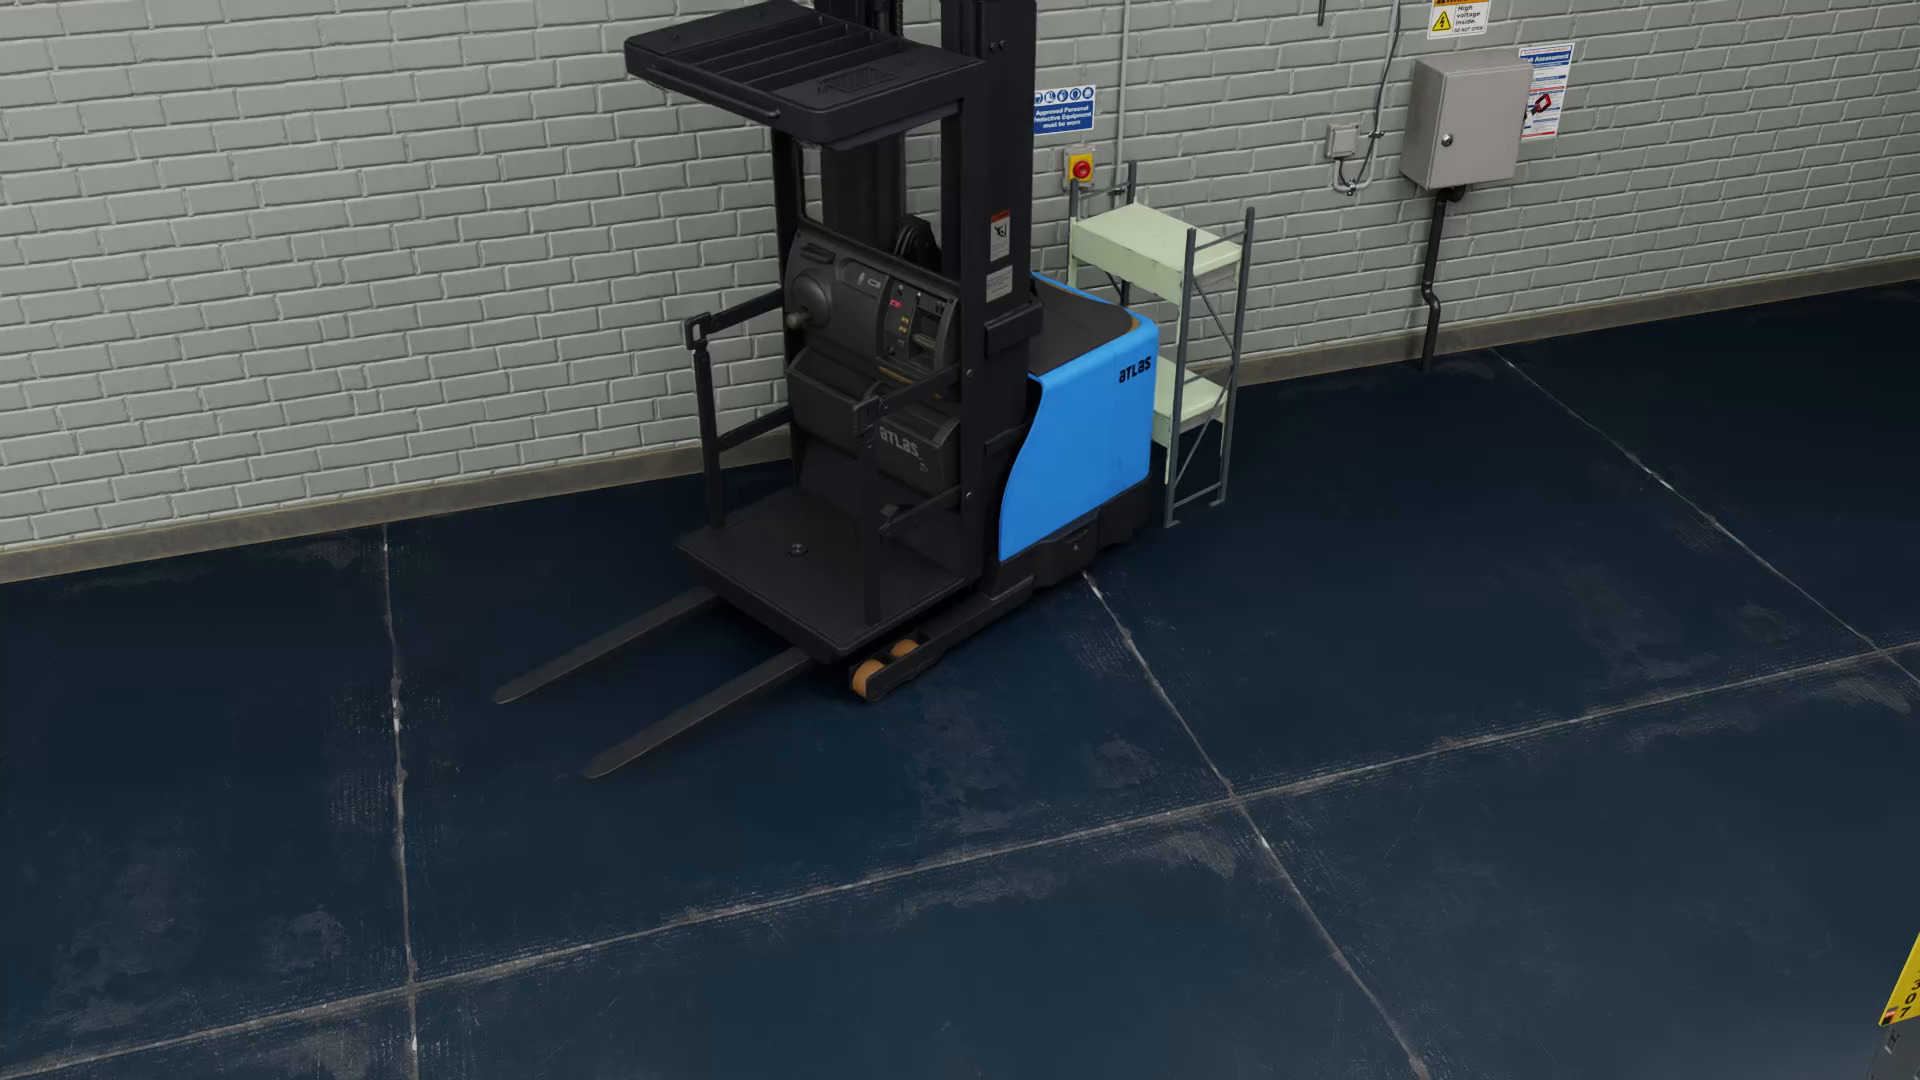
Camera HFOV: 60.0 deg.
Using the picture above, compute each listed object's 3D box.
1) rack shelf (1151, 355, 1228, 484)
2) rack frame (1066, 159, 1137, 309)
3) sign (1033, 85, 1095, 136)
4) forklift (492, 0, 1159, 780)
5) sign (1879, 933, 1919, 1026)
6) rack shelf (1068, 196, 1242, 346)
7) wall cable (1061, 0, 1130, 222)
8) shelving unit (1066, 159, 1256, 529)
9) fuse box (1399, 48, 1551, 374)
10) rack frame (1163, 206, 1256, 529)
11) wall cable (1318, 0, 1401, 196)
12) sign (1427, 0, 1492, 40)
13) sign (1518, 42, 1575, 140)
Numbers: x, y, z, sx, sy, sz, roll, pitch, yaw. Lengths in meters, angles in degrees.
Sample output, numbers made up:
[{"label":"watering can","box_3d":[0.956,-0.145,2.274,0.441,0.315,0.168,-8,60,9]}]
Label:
[{"label":"rack shelf","box_3d":[0.889,-0.636,7.943,0.431,0.370,0.720,-24,40,-32]},{"label":"rack frame","box_3d":[0.658,-1.064,8.000,0.400,1.500,0.023,-24,40,-32]},{"label":"sign","box_3d":[0.483,-2.028,7.854,0.327,0.218,0.001,-10,35,-15]},{"label":"forklift","box_3d":[-0.509,-0.890,6.439,1.130,2.935,3.031,29,43,36]},{"label":"sign","box_3d":[1.759,0.761,3.020,0.100,0.325,0.005,-10,35,-15]},{"label":"rack shelf","box_3d":[0.889,-1.233,7.548,0.431,0.370,0.720,-24,40,-32]},{"label":"wall cable","box_3d":[0.547,-2.328,7.603,0.585,1.953,0.123,-10,35,-15]},{"label":"shelving unit","box_3d":[0.889,-0.908,7.763,0.431,1.500,0.755,-24,40,-32]},{"label":"fuse box","box_3d":[2.592,-1.631,8.666,0.539,1.711,0.414,-10,35,-15]},{"label":"rack frame","box_3d":[1.120,-0.751,7.526,0.400,1.500,0.023,-24,40,-32]},{"label":"wall cable","box_3d":[1.895,-2.560,7.982,0.588,1.984,0.122,-10,35,-15]},{"label":"sign","box_3d":[2.477,-2.612,8.233,0.339,0.242,0.001,-10,35,-15]},{"label":"sign","box_3d":[3.000,-2.320,8.627,0.329,0.494,0.001,-10,35,-15]}]
